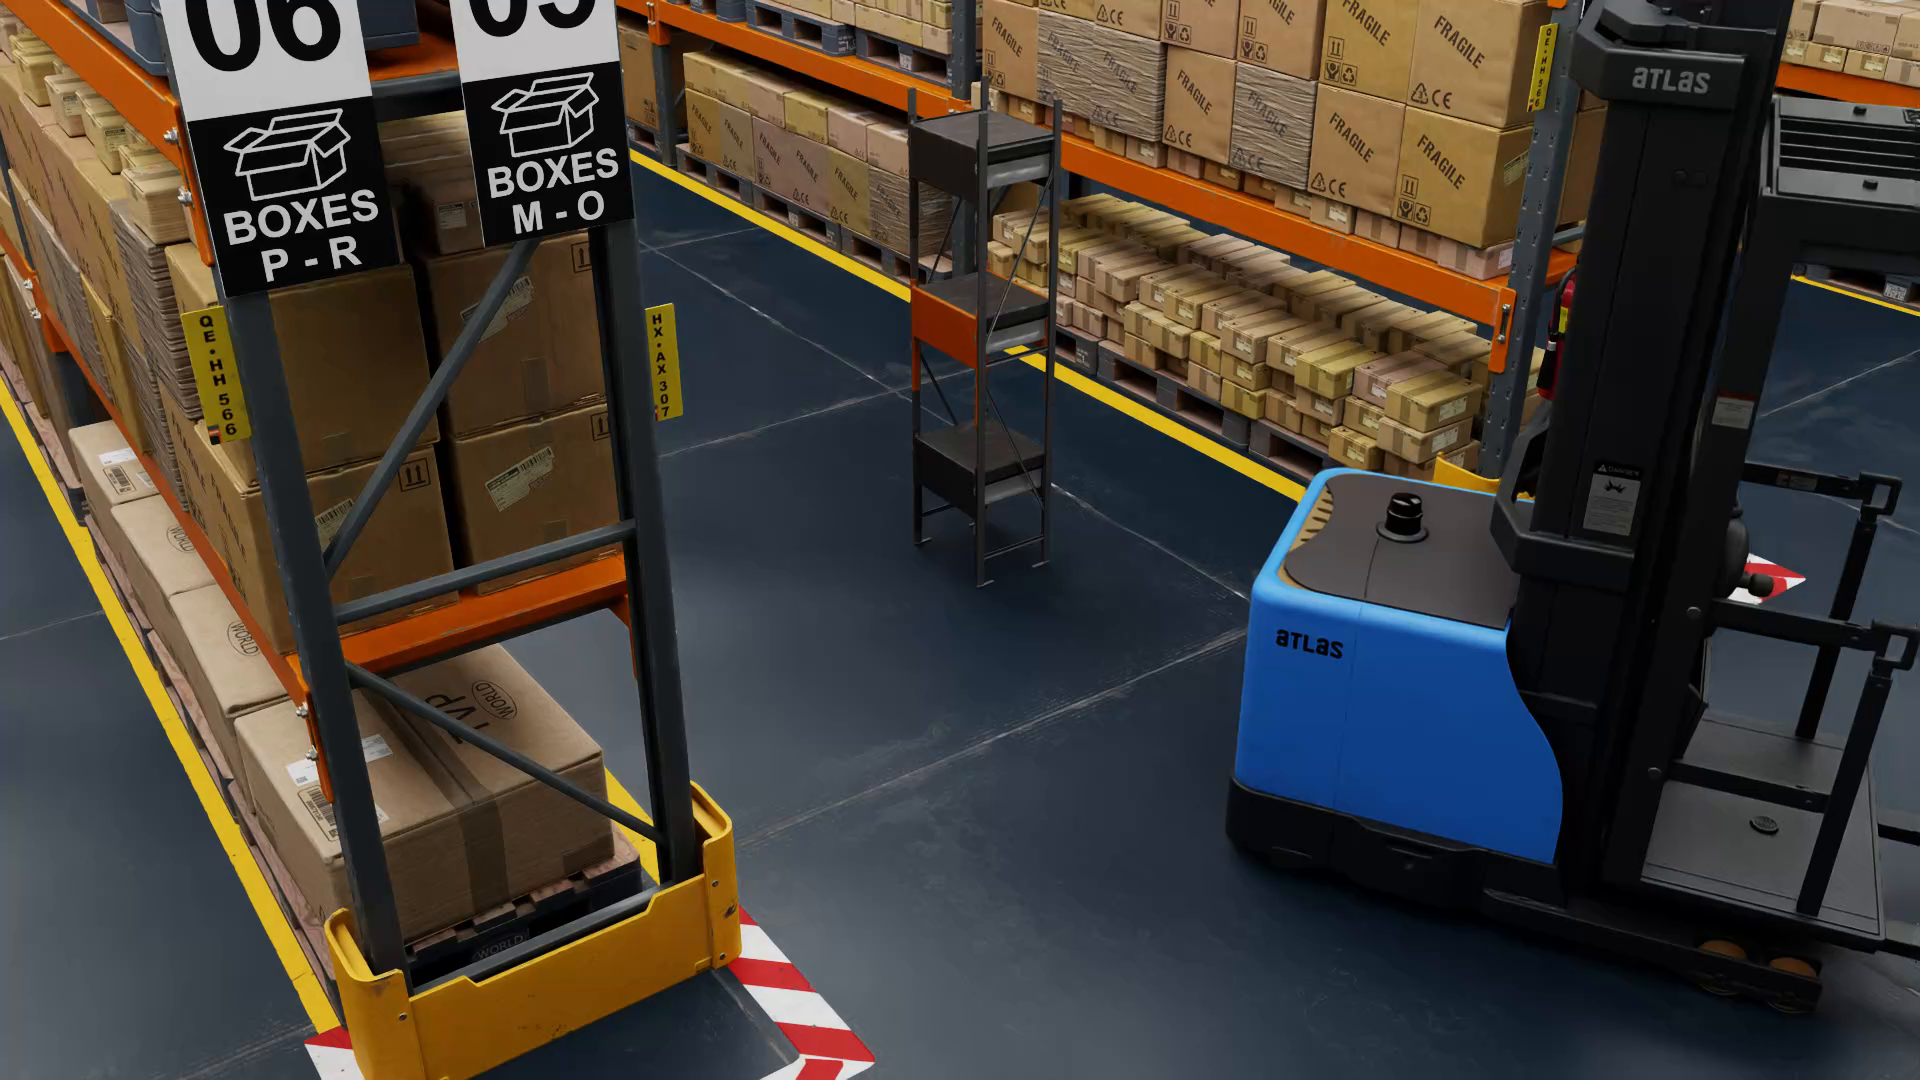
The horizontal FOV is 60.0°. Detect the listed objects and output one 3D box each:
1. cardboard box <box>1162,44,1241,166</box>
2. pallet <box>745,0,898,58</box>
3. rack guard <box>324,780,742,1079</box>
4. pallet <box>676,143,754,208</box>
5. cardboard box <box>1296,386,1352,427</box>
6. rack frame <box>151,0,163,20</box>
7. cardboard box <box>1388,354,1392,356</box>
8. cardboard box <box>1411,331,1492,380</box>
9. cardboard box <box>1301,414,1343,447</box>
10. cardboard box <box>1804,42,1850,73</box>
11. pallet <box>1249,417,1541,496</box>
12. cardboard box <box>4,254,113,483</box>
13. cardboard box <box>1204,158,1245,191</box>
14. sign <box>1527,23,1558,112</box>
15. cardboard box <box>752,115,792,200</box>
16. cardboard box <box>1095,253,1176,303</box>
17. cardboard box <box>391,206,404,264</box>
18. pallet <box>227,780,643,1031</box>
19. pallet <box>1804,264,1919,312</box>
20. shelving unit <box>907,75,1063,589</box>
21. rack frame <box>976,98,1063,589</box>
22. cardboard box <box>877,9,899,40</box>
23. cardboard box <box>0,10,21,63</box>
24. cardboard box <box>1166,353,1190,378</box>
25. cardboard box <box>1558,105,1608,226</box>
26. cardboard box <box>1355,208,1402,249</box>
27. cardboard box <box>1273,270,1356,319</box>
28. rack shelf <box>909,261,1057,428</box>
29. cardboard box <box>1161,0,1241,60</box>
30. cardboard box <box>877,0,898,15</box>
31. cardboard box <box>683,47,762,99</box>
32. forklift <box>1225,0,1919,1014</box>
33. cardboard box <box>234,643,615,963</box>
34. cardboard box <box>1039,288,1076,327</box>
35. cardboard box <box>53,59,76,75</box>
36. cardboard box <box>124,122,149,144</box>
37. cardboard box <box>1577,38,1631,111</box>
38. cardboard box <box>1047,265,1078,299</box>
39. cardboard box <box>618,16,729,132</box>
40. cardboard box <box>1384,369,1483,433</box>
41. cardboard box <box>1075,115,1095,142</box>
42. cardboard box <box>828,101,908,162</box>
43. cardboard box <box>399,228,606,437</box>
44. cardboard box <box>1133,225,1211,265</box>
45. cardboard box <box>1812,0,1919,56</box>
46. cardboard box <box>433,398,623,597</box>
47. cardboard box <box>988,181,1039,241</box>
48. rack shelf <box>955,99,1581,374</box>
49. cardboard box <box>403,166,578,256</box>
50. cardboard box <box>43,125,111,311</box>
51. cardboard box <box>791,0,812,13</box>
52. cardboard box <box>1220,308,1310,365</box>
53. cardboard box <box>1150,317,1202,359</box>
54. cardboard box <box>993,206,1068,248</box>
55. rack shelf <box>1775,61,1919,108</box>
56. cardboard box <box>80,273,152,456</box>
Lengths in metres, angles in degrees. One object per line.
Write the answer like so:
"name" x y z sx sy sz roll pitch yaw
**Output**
"cardboard box" 1.364 -2.190 8.223 0.500 0.500 0.500 -17 33 -28
"pallet" -0.747 -3.587 11.412 1.003 0.211 1.213 -19 34 -31
"rack guard" -1.248 1.198 5.020 1.175 0.500 0.348 -19 34 -31
"pallet" -1.477 -2.900 12.868 1.003 0.211 1.213 -19 34 -31
"cardboard box" 1.870 -0.709 8.149 0.380 0.149 0.250 -20 35 -33
"rack frame" -1.262 -2.546 3.009 1.000 3.000 0.127 -19 34 -31
"cardboard box" 2.290 -0.849 8.406 0.380 0.149 0.250 -18 33 -30
"cardboard box" 2.426 -0.884 8.159 0.380 0.149 0.250 -18 33 -30
"cardboard box" 1.921 -0.596 8.252 0.380 0.149 0.250 -19 34 -31
"cardboard box" 5.591 -3.087 10.555 0.380 0.149 0.250 -19 34 -30
"pallet" 2.225 -0.449 8.356 1.003 0.211 1.213 -19 34 -31
"cardboard box" -4.007 -0.934 8.114 0.875 0.875 0.875 -18 33 -29
"cardboard box" 1.449 -1.881 8.334 0.380 0.149 0.250 -18 33 -30
"sign" 2.248 -1.821 6.416 0.100 0.325 0.005 -19 34 -31
"cardboard box" -1.131 -2.777 11.900 0.500 0.500 0.500 -20 34 -32
"cardboard box" 0.972 -1.451 9.203 0.380 0.149 0.250 -18 33 -30
"cardboard box" -1.634 -0.762 4.178 0.380 0.149 0.250 -18 33 -30
"pallet" -1.790 1.027 5.639 1.003 0.211 1.213 -19 34 -31
"pallet" 6.283 -1.717 10.690 1.003 0.211 1.213 -19 34 -31
"shelving unit" 0.096 -0.858 7.130 0.431 2.100 0.503 -19 34 -31
"rack frame" 0.238 -0.763 6.956 0.400 2.100 0.015 -19 34 -31
"cardboard box" -0.295 -3.246 10.408 0.380 0.149 0.250 -19 34 -31
"cardboard box" -3.449 -1.943 6.353 0.380 0.149 0.250 -18 33 -30
"cardboard box" 1.341 -1.001 8.998 0.380 0.149 0.250 -18 33 -29
"cardboard box" 2.676 -1.745 7.404 0.500 0.500 0.500 -17 33 -28
"cardboard box" 2.021 -1.458 7.554 0.380 0.149 0.250 -19 34 -31
"cardboard box" 1.905 -1.316 8.955 0.380 0.149 0.250 -18 33 -30
"rack shelf" 0.096 -0.846 7.137 0.431 0.518 0.480 -19 34 -31
"cardboard box" 1.331 -2.644 8.011 0.500 0.500 0.500 -20 34 -32
"cardboard box" -0.296 -3.379 10.339 0.380 0.149 0.250 -17 33 -29
"cardboard box" -1.726 -3.510 12.463 0.500 0.250 0.500 -20 35 -33
"forklift" 2.480 -0.131 4.919 3.031 2.935 1.130 12 31 21
"cardboard box" -1.726 0.803 5.373 0.875 0.438 0.875 -20 34 -32
"cardboard box" 0.682 -1.390 9.713 0.380 0.149 0.250 -19 34 -31
"cardboard box" -2.829 -1.556 5.640 0.380 0.149 0.250 -19 34 -31
"cardboard box" -2.225 -1.162 4.914 0.380 0.149 0.250 -19 34 -31
"cardboard box" 2.667 -2.181 7.159 0.500 0.500 0.500 -19 34 -31
"cardboard box" 0.731 -1.549 9.695 0.380 0.149 0.250 -19 34 -31
"cardboard box" -2.209 -3.887 13.681 1.050 0.750 0.750 -19 34 -31
"cardboard box" 2.198 -0.648 7.724 0.380 0.149 0.250 -18 33 -30
"cardboard box" 0.850 -2.287 9.081 0.380 0.149 0.250 -20 35 -33
"cardboard box" -0.534 -2.713 10.996 0.500 0.250 0.500 -17 33 -28
"cardboard box" -1.309 -0.658 4.667 0.500 0.500 0.500 -20 34 -32
"cardboard box" 1.227 -1.696 9.653 0.380 0.149 0.250 -18 33 -29
"cardboard box" 5.724 -3.228 10.396 0.500 0.250 0.500 -20 34 -32
"cardboard box" -1.307 -0.220 4.907 0.500 0.500 0.500 -19 34 -31
"cardboard box" 0.179 -2.321 11.060 0.500 0.500 0.500 -17 33 -29
"rack shelf" 1.551 -1.781 8.640 1.077 0.370 4.000 -19 34 -31
"cardboard box" -1.243 -0.893 4.419 0.380 0.149 0.250 -18 33 -30
"cardboard box" -2.637 -1.099 5.478 0.500 0.500 0.500 -19 34 -31
"cardboard box" -0.913 -3.657 11.164 0.380 0.149 0.250 -20 34 -32
"cardboard box" 1.545 -1.034 8.436 0.380 0.149 0.250 -17 33 -29
"cardboard box" 1.243 -1.111 8.889 0.380 0.149 0.250 -18 34 -30
"cardboard box" 0.422 -1.876 9.985 0.380 0.149 0.250 -17 33 -29
"rack shelf" 5.650 -3.114 11.095 1.077 0.370 4.000 -19 34 -31
"cardboard box" -2.653 -0.662 5.720 0.500 0.500 0.500 -18 33 -29
